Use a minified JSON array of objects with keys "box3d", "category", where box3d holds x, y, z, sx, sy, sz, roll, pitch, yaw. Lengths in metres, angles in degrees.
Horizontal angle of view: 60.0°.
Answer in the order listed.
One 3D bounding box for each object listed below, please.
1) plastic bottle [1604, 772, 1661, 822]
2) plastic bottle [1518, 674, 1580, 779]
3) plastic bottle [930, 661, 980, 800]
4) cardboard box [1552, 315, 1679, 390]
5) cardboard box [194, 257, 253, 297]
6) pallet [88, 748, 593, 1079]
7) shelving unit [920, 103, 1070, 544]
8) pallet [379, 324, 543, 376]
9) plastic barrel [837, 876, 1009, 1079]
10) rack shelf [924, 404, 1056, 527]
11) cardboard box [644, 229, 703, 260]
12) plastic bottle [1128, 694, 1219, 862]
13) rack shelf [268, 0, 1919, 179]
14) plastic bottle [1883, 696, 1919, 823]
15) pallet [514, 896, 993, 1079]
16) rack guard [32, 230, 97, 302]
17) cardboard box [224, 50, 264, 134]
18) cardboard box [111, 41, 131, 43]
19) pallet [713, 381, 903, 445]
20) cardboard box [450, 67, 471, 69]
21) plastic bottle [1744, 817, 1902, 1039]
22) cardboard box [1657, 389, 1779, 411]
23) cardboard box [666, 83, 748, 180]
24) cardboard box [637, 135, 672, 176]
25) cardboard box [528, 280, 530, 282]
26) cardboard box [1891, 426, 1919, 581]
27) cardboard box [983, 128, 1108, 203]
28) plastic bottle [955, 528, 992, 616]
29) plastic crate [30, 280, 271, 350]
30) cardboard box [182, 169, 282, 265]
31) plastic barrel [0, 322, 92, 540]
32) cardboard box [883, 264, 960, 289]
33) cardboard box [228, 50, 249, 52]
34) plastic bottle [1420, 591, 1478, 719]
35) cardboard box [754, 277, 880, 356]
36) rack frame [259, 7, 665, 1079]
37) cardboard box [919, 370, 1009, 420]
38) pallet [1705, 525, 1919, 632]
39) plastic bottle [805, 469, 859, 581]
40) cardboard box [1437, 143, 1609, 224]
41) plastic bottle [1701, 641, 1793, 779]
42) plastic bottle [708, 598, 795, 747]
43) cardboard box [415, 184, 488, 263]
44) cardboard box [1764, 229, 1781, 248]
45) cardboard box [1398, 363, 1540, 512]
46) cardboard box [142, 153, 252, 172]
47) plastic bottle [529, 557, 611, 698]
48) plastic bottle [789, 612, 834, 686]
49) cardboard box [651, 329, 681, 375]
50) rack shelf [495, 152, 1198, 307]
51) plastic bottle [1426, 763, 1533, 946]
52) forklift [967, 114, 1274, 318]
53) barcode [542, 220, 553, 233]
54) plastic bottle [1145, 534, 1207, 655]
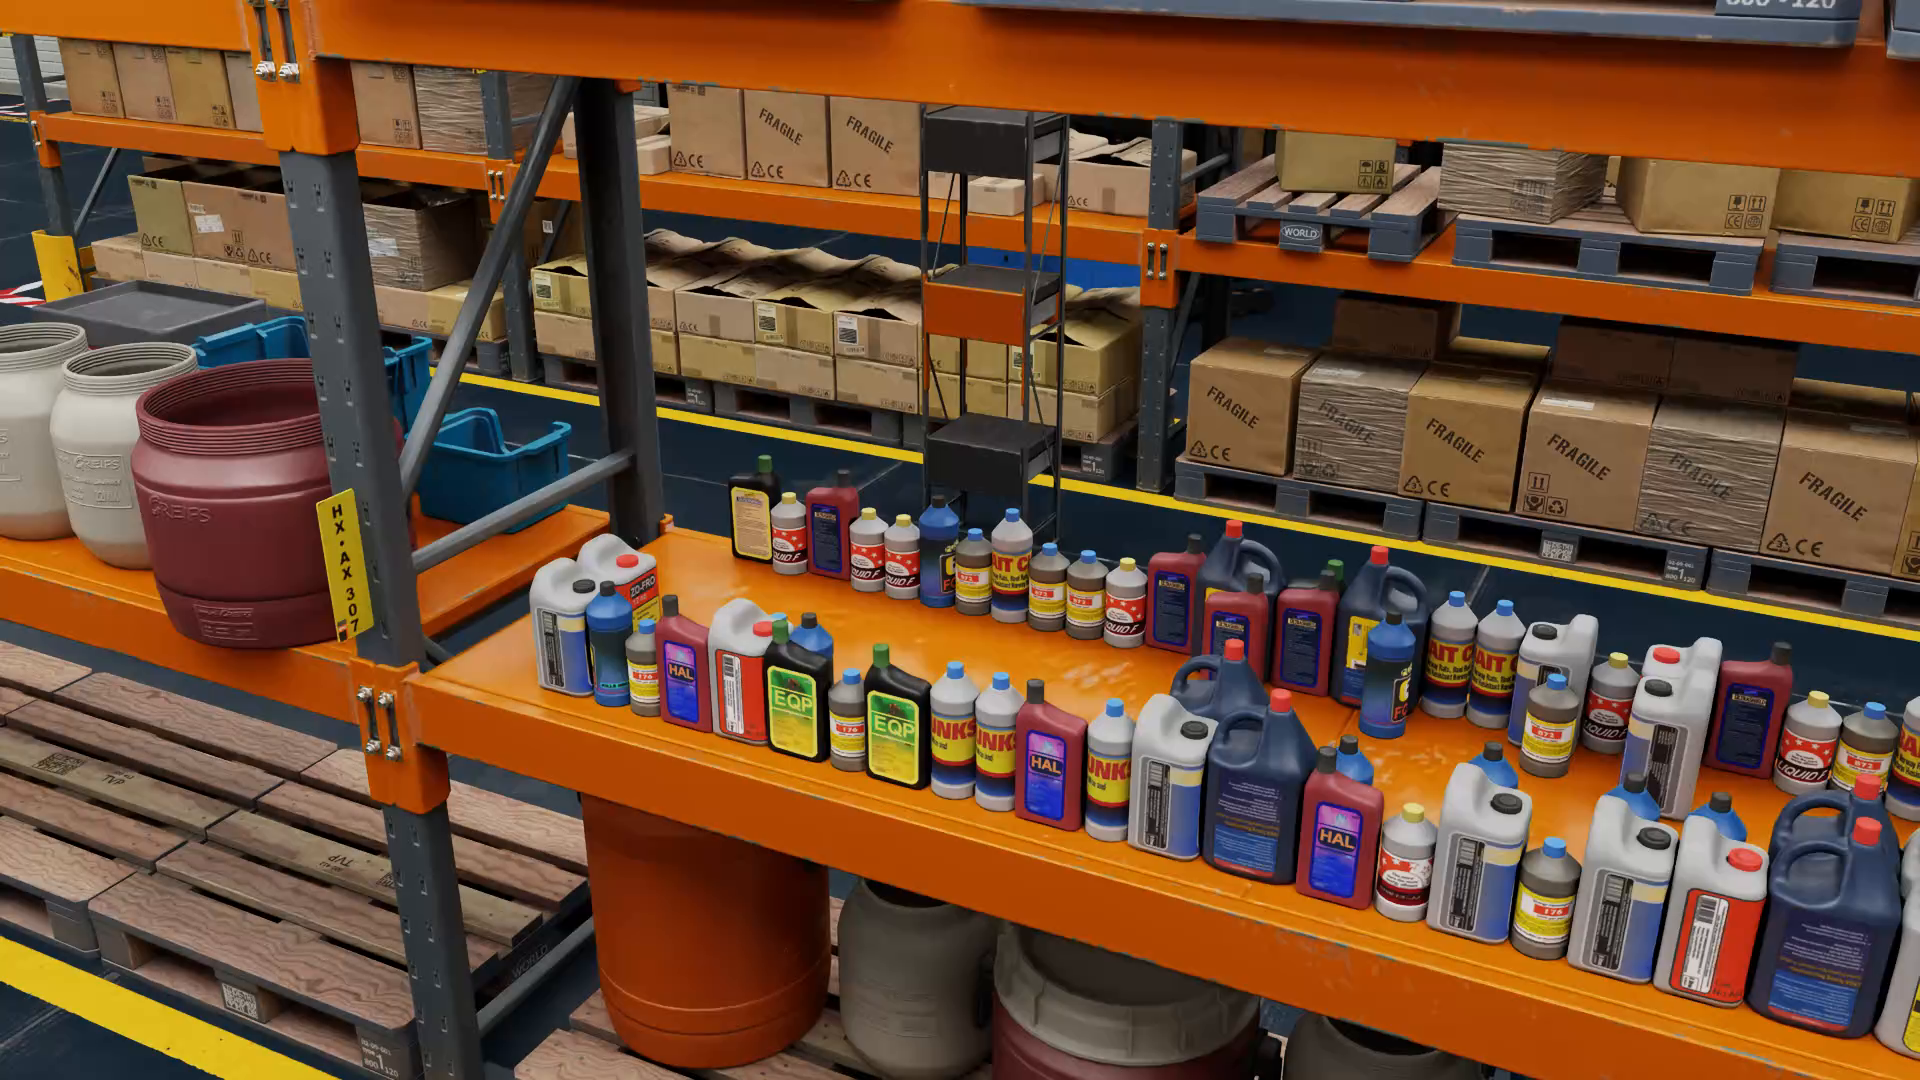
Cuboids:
[{"box3d":[1.137,0.523,2.852,0.097,0.271,0.097,0,23,0],"category":"plastic bottle"},{"box3d":[1.177,0.364,3.316,0.097,0.201,0.097,0,23,0],"category":"plastic bottle"},{"box3d":[-0.009,0.363,3.228,0.097,0.271,0.097,0,23,0],"category":"plastic bottle"},{"box3d":[3.067,-0.917,7.748,0.500,0.250,0.500,11,25,24],"category":"cardboard box"},{"box3d":[-4.708,-1.784,11.088,0.500,0.250,0.500,11,25,25],"category":"cardboard box"},{"box3d":[-1.752,1.071,4.961,1.213,0.211,1.003,11,25,25],"category":"pallet"},{"box3d":[0.148,-0.937,7.270,0.503,2.100,0.431,11,25,25],"category":"shelving unit"},{"box3d":[-3.101,-1.369,10.700,1.213,0.211,1.003,11,25,25],"category":"pallet"},{"box3d":[-0.090,1.039,4.117,0.421,0.512,0.421,0,23,0],"category":"plastic barrel"},{"box3d":[0.148,-0.280,7.550,0.480,0.518,0.431,11,25,25],"category":"rack shelf"},{"box3d":[-1.919,-1.712,10.203,0.500,0.311,0.500,11,25,25],"category":"cardboard box"},{"box3d":[0.399,0.430,3.065,0.135,0.276,0.152,11,25,25],"category":"plastic bottle"},{"box3d":[0.706,-0.758,2.785,4.000,0.370,1.077,11,25,25],"category":"rack shelf"},{"box3d":[1.832,0.394,3.154,0.097,0.271,0.097,0,23,0],"category":"plastic bottle"},{"box3d":[-0.356,1.346,4.315,1.213,0.211,1.003,11,25,25],"category":"pallet"},{"box3d":[-6.001,-2.058,11.949,0.348,0.500,1.175,11,25,25],"category":"rack guard"},{"box3d":[-4.186,-2.890,10.586,0.500,0.500,0.700,12,26,26],"category":"cardboard box"},{"box3d":[-5.268,-3.313,10.752,0.250,0.149,0.380,11,26,25],"category":"cardboard box"},{"box3d":[-0.642,-0.883,9.556,1.213,0.211,1.003,11,25,25],"category":"pallet"},{"box3d":[-2.749,-2.815,9.580,0.250,0.149,0.380,11,25,24],"category":"cardboard box"},{"box3d":[1.358,0.587,2.601,0.185,0.351,0.144,11,25,25],"category":"plastic bottle"},{"box3d":[3.484,-0.488,7.698,0.500,0.500,0.500,12,26,25],"category":"cardboard box"},{"box3d":[-1.262,-2.309,9.219,0.500,0.500,0.500,13,26,28],"category":"cardboard box"},{"box3d":[-1.711,-2.154,9.303,0.250,0.149,0.380,11,25,25],"category":"cardboard box"},{"box3d":[-2.687,-1.613,10.687,0.500,0.250,0.500,11,25,25],"category":"cardboard box"},{"box3d":[4.160,-0.124,6.840,0.500,0.500,0.500,11,25,24],"category":"cardboard box"},{"box3d":[0.449,-1.976,8.676,0.500,0.311,0.500,11,25,24],"category":"cardboard box"},{"box3d":[0.036,0.071,4.003,0.097,0.201,0.097,0,23,0],"category":"plastic bottle"},{"box3d":[-2.383,-0.483,4.972,0.583,0.464,0.402,11,25,25],"category":"plastic crate"},{"box3d":[-4.702,-2.133,10.951,0.500,0.500,0.500,11,25,25],"category":"cardboard box"},{"box3d":[-2.469,-0.295,4.467,0.421,0.512,0.421,0,23,0],"category":"plastic barrel"},{"box3d":[-0.102,-1.353,9.358,0.500,0.311,0.500,10,25,23],"category":"cardboard box"},{"box3d":[-4.355,-3.132,10.325,0.250,0.149,0.380,11,26,25],"category":"cardboard box"},{"box3d":[1.039,0.237,3.523,0.097,0.271,0.097,0,23,0],"category":"plastic bottle"},{"box3d":[-0.781,-1.252,9.122,0.500,0.311,0.500,12,26,26],"category":"cardboard box"},{"box3d":[-1.079,-0.062,4.062,0.127,3.000,1.000,11,25,25],"category":"rack frame"},{"box3d":[0.119,-0.816,8.814,0.500,0.250,0.500,11,25,24],"category":"cardboard box"},{"box3d":[3.986,0.068,7.320,1.213,0.211,1.003,11,25,25],"category":"pallet"},{"box3d":[-0.319,-0.045,4.171,0.133,0.283,0.061,11,25,25],"category":"plastic bottle"},{"box3d":[2.503,-1.730,7.321,0.500,0.500,0.700,17,28,34],"category":"cardboard box"},{"box3d":[1.564,0.328,3.295,0.133,0.283,0.061,11,25,25],"category":"plastic bottle"},{"box3d":[-0.425,0.266,3.449,0.135,0.276,0.152,11,25,25],"category":"plastic bottle"},{"box3d":[-3.132,-2.047,10.749,0.500,0.500,0.500,11,25,25],"category":"cardboard box"},{"box3d":[5.528,-2.245,11.406,0.750,0.750,0.750,12,26,26],"category":"cardboard box"},{"box3d":[2.352,-0.482,7.683,0.500,0.500,0.500,11,25,24],"category":"cardboard box"},{"box3d":[-5.367,-2.486,11.781,0.500,0.500,0.500,11,25,25],"category":"cardboard box"},{"box3d":[-0.838,0.185,3.641,0.135,0.276,0.152,11,25,25],"category":"plastic bottle"},{"box3d":[-0.307,0.277,3.429,0.097,0.271,0.097,0,23,0],"category":"plastic bottle"},{"box3d":[-1.706,-1.177,9.661,0.500,0.250,0.500,12,26,26],"category":"cardboard box"},{"box3d":[-0.625,-1.813,9.100,4.000,0.370,1.077,11,25,25],"category":"rack shelf"},{"box3d":[0.890,0.527,2.837,0.135,0.276,0.152,11,25,25],"category":"plastic bottle"},{"box3d":[1.560,-3.037,11.146,3.031,2.935,1.130,-13,26,-28],"category":"forklift"},{"box3d":[-2.370,-1.801,9.557,0.075,0.075,0.001,11,25,25],"category":"barcode"},{"box3d":[0.495,0.116,3.793,0.133,0.283,0.061,11,25,25],"category":"plastic bottle"}]
